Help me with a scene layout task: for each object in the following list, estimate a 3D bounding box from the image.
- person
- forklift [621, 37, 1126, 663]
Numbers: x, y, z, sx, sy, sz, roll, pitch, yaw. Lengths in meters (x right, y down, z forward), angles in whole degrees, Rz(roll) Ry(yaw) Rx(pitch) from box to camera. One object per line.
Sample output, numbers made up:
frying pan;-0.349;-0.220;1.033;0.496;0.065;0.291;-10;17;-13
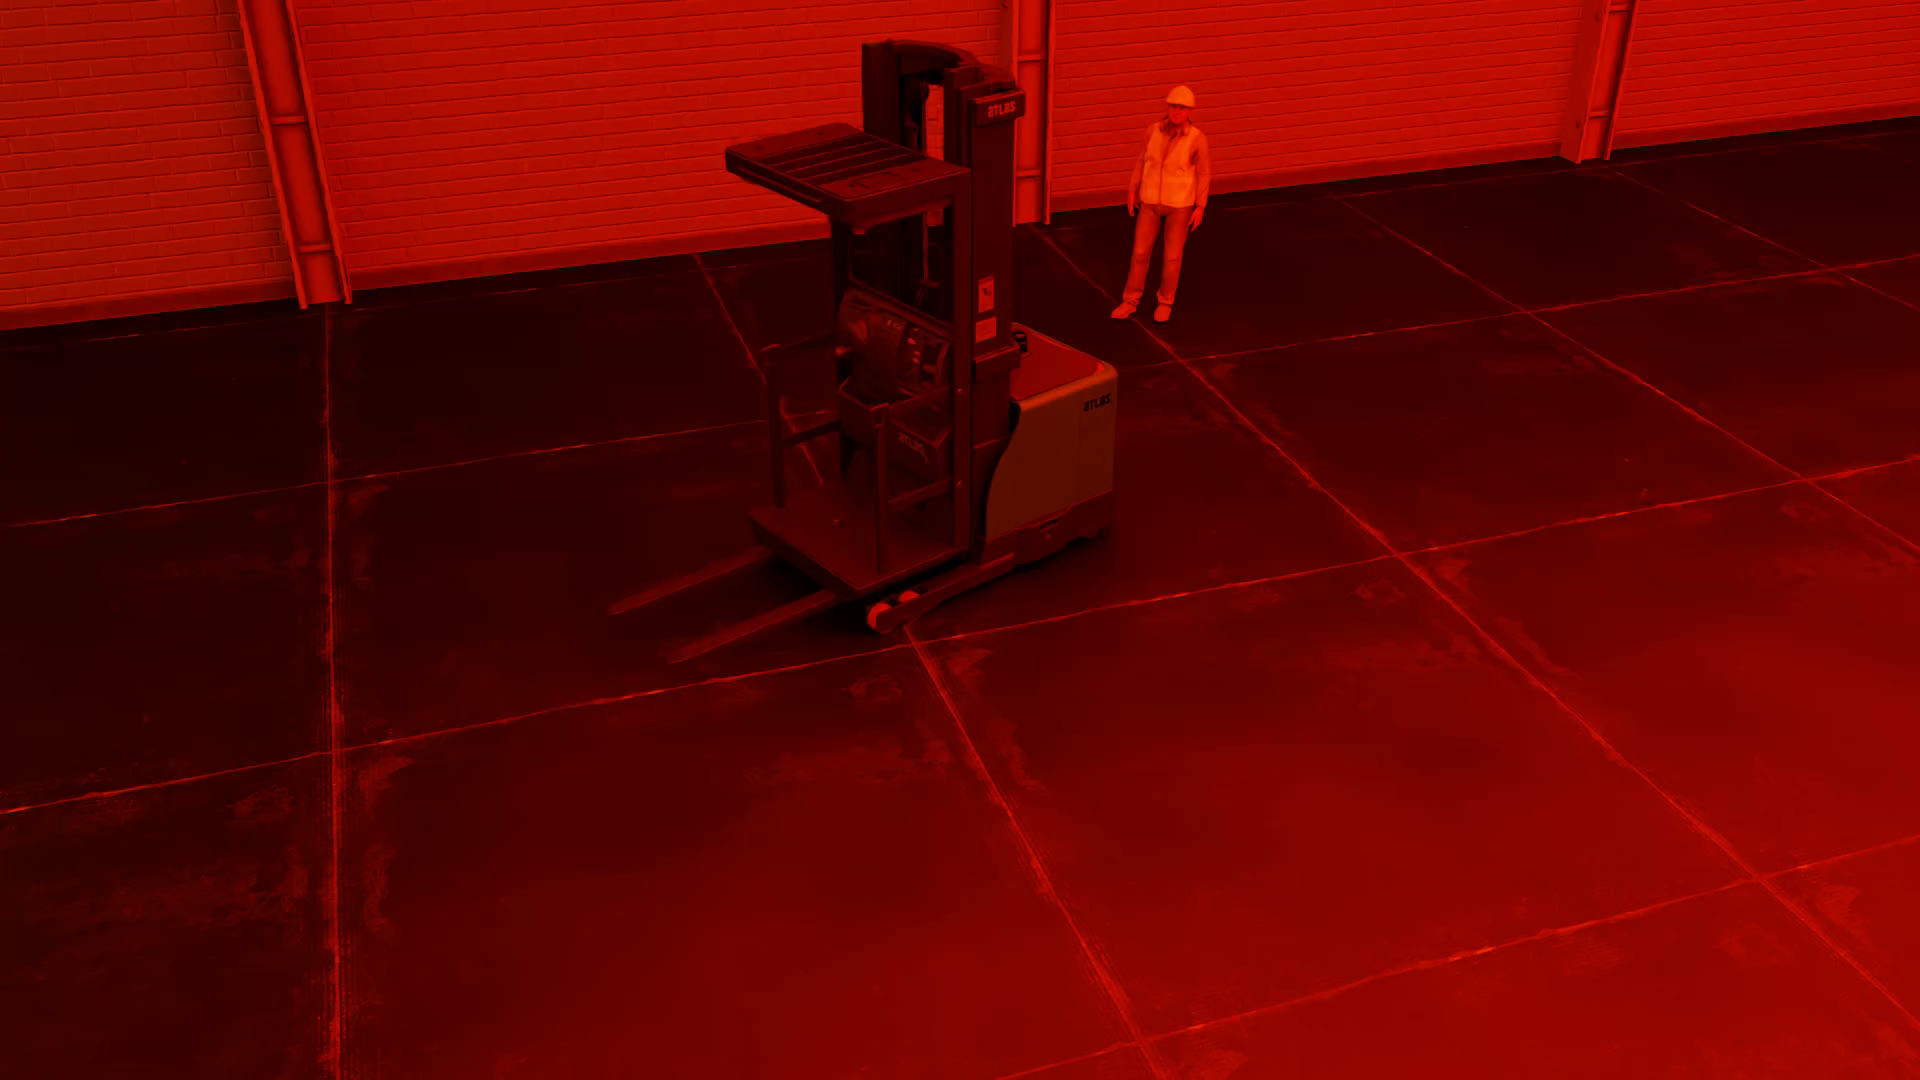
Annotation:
person;1.546;-2.547;12.660;0.632;1.773;0.568;14;33;23
forklift;-0.461;-1.072;8.951;3.031;2.935;1.130;-23;37;-34
